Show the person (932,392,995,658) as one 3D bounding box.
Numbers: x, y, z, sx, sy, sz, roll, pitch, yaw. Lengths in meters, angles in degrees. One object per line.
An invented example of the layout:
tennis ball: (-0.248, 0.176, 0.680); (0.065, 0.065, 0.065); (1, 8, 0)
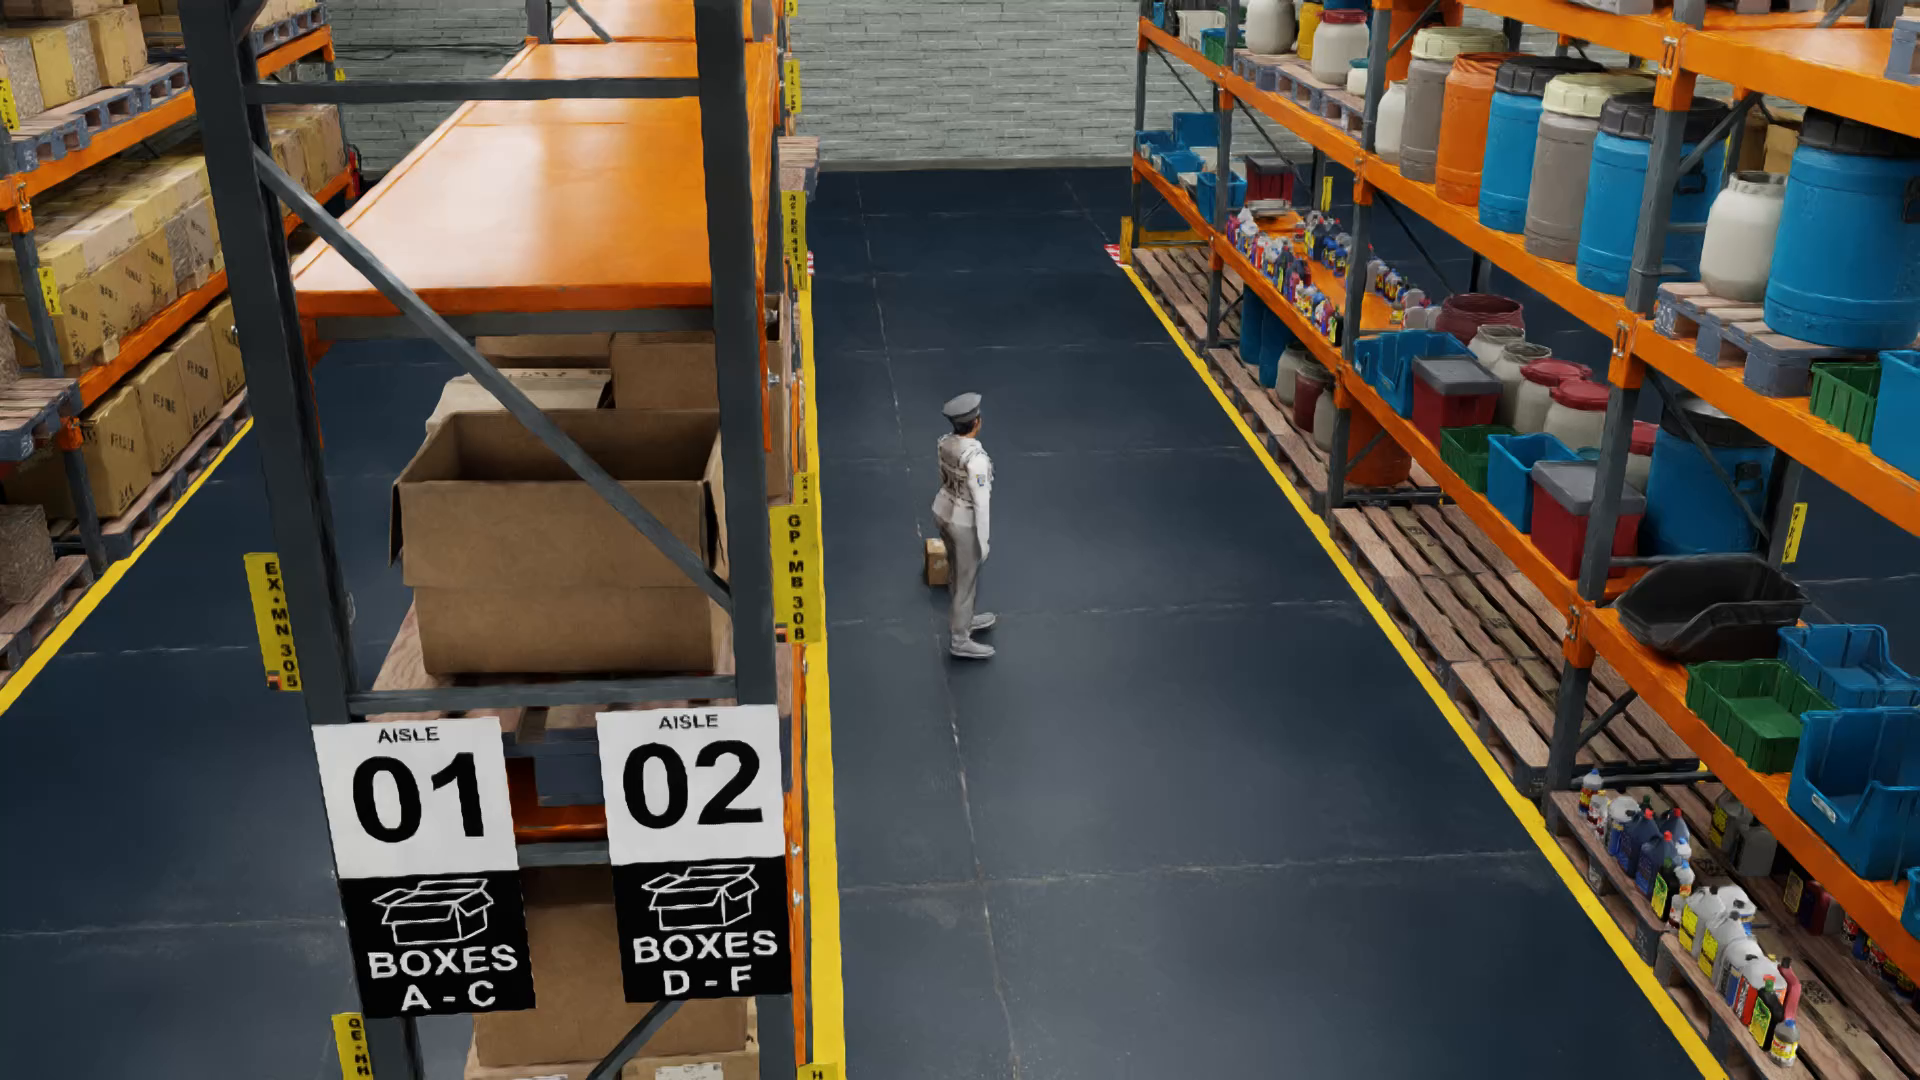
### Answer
person: (0.090, -0.107, 10.477); (0.480, 1.685, 0.546); (-15, 28, -30)
